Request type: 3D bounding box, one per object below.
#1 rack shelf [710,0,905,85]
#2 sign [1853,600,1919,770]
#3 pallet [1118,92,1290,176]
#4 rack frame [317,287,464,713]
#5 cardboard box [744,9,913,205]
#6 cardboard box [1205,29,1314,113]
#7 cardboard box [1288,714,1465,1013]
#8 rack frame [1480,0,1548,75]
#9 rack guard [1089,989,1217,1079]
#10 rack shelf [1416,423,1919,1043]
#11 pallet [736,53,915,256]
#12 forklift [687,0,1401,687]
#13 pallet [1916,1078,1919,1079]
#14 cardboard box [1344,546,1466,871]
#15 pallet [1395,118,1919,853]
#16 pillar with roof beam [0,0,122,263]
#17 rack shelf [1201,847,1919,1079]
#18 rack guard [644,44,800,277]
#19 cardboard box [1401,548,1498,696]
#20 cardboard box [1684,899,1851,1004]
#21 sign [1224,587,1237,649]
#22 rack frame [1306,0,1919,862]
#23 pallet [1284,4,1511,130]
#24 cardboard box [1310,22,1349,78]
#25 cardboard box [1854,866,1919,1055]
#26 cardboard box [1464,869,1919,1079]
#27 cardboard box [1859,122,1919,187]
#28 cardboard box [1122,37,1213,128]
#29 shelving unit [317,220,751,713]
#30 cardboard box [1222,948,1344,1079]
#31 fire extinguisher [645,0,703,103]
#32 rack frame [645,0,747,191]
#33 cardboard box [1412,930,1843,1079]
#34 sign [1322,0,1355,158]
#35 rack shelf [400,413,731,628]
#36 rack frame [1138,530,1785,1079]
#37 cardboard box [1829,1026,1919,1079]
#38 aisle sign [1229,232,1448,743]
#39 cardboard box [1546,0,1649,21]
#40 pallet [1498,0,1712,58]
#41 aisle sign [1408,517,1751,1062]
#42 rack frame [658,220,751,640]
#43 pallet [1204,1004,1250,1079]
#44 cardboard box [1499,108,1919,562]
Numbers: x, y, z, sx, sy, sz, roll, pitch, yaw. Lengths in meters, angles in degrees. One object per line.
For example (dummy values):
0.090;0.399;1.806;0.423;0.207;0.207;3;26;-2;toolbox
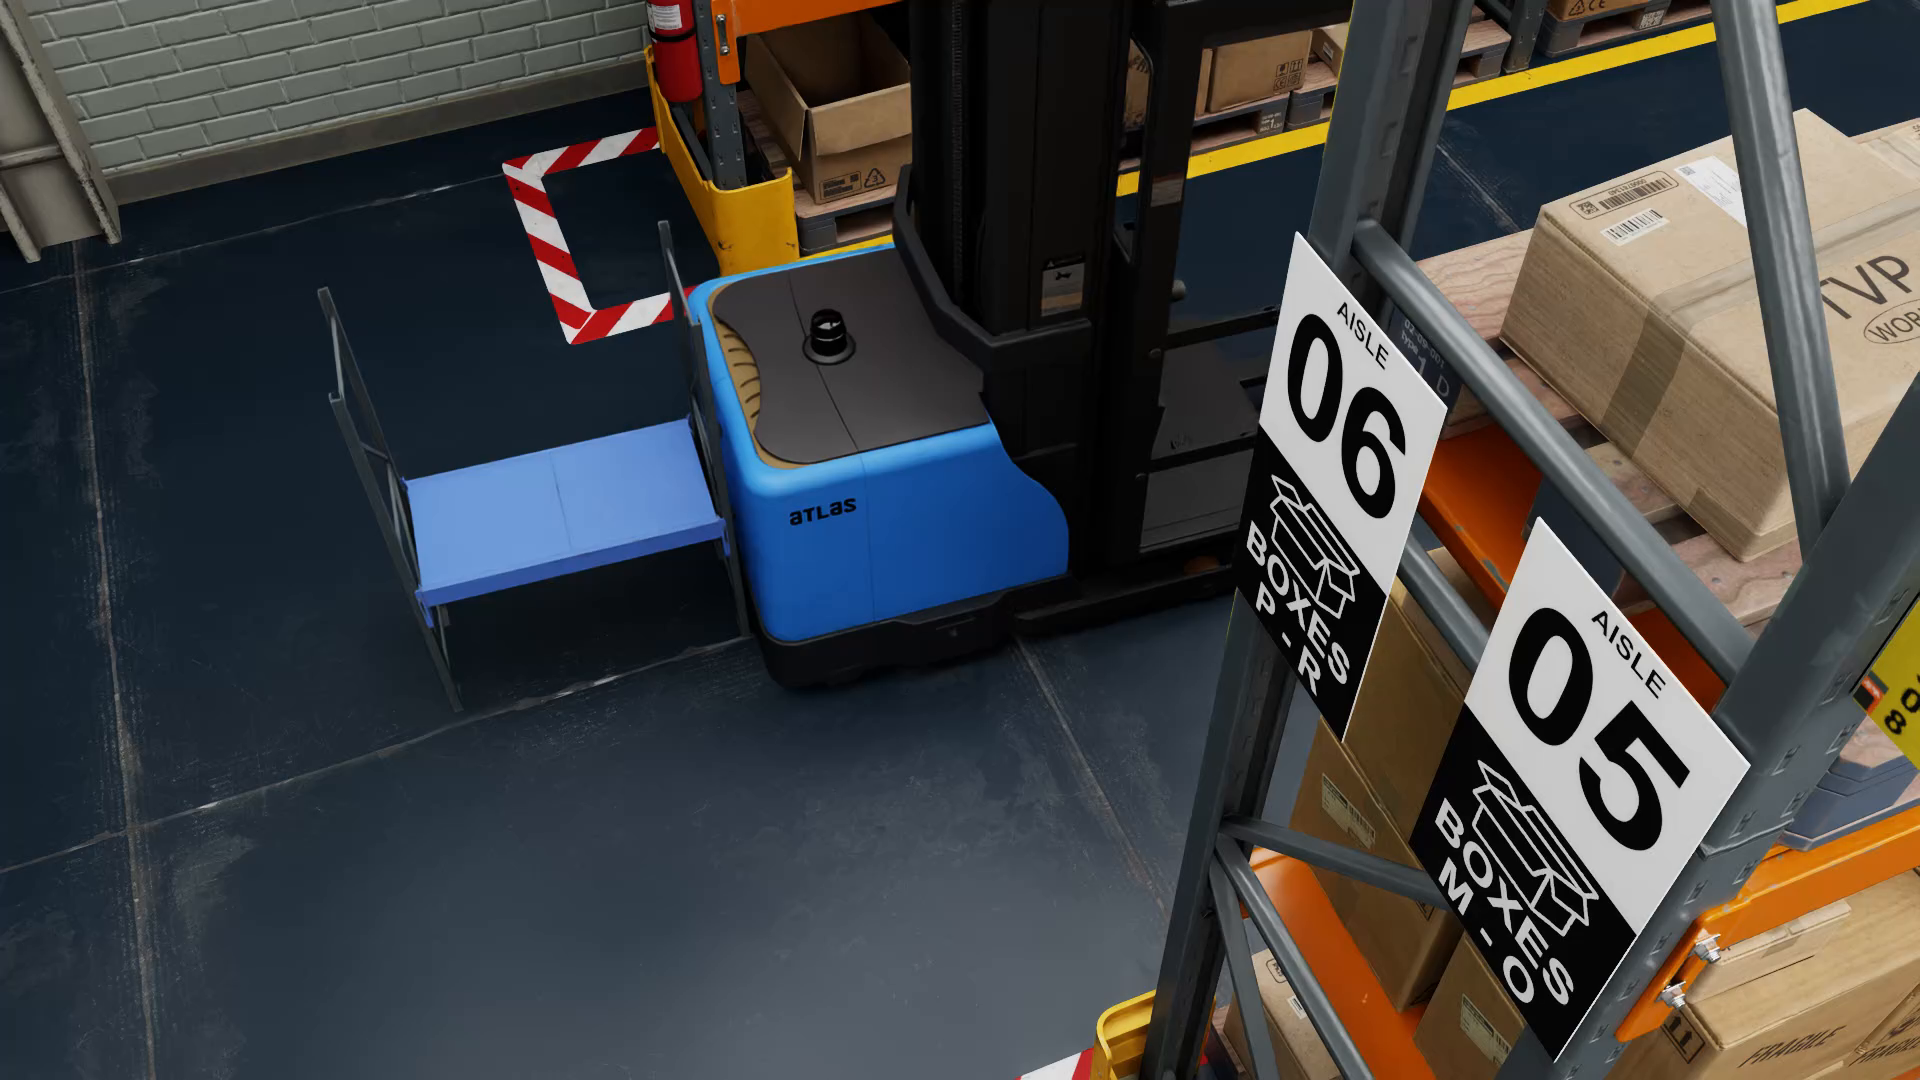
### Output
0.721;-2.835;7.182;4.000;0.370;1.077;-17;52;-14;rack shelf
0.954;0.093;1.587;0.005;0.325;0.100;-17;52;-14;sign
0.805;-2.185;7.988;1.213;0.211;1.003;-17;52;-14;pallet
-1.806;-0.075;5.326;0.032;1.500;0.500;-14;51;-12;rack frame
-0.528;-1.928;7.297;0.637;0.503;0.797;-19;52;-16;cardboard box
1.239;-2.443;7.741;0.500;0.500;0.700;-19;52;-16;cardboard box
1.096;0.632;3.664;0.500;0.500;0.500;-17;51;-14;cardboard box
2.572;-3.643;7.402;0.127;3.000;1.000;-17;52;-14;rack frame
0.727;1.810;4.366;0.348;0.500;1.175;-17;52;-14;rack guard
2.601;-0.327;3.051;4.000;0.370;1.077;-17;52;-14;rack shelf
-0.322;-1.838;7.690;1.213;0.211;1.003;-17;52;-14;pallet
0.643;-1.113;5.274;3.031;2.935;1.130;-14;51;-12;forklift
2.588;1.266;5.023;1.213;0.211;1.003;-17;52;-14;pallet
1.106;0.325;3.268;0.500;0.500;0.500;-16;51;-13;cardboard box
1.433;-0.179;2.508;1.213;0.211;1.003;-17;52;-14;pallet
-2.340;-1.286;1.423;0.400;9.000;9.100;-17;52;-14;pillar with roof beam
2.601;0.650;4.189;4.000;0.370;1.077;-17;52;-14;rack shelf
-1.060;-1.703;7.383;0.348;0.500;1.175;-17;52;-14;rack guard
1.006;0.176;2.969;0.250;0.149;0.380;-17;51;-14;cardboard box
1.183;0.512;2.680;0.250;0.149;0.380;-16;51;-13;cardboard box
0.557;0.150;3.225;0.005;0.325;0.100;-17;52;-14;sign
0.750;-0.965;1.147;0.127;3.000;1.000;-17;52;-14;rack frame
1.936;-2.538;8.291;1.213;0.211;1.003;-17;52;-14;pallet
1.837;-2.421;7.877;0.258;0.266;0.396;-16;51;-13;cardboard box
1.777;0.540;3.084;0.500;0.500;0.500;-18;52;-15;cardboard box
1.302;0.693;2.952;0.500;0.500;0.500;-18;52;-15;cardboard box
1.490;-0.444;2.500;0.250;0.149;0.380;-21;52;-17;cardboard box
0.805;-2.226;7.556;0.500;0.500;0.500;-16;51;-14;cardboard box
-1.322;-0.194;5.428;1.048;1.500;0.538;-14;51;-12;shelving unit
1.323;1.428;4.459;0.875;0.438;0.875;-19;52;-15;cardboard box
-1.092;-1.982;6.272;0.183;0.674;0.296;-17;52;-14;fire extinguisher
-1.131;-2.496;6.416;0.127;3.000;1.000;-17;52;-14;rack frame
1.303;1.021;3.330;0.500;0.500;0.500;-18;52;-15;cardboard box
0.557;-0.636;2.310;0.005;0.325;0.100;-17;52;-14;sign
-1.322;-0.077;5.565;1.000;0.185;0.538;-14;51;-12;rack shelf
0.750;0.989;3.423;0.127;3.000;1.000;-17;52;-14;rack frame
1.760;0.856;3.472;0.500;0.500;0.500;-18;52;-15;cardboard box
0.566;-0.055;2.606;0.004;0.787;0.394;-17;52;-14;aisle sign
3.105;-2.946;8.174;0.500;0.500;0.500;-15;51;-13;cardboard box
3.311;-2.995;8.683;1.213;0.211;1.003;-17;52;-14;pallet
0.793;0.367;2.244;0.004;0.787;0.394;-17;52;-14;aisle sign
-0.839;-0.314;5.531;0.032;1.500;0.500;-14;51;-12;rack frame
1.460;1.613;4.725;1.213;0.211;1.003;-17;52;-14;pallet
1.132;-0.301;2.310;0.500;0.250;0.500;-22;53;-18;cardboard box
